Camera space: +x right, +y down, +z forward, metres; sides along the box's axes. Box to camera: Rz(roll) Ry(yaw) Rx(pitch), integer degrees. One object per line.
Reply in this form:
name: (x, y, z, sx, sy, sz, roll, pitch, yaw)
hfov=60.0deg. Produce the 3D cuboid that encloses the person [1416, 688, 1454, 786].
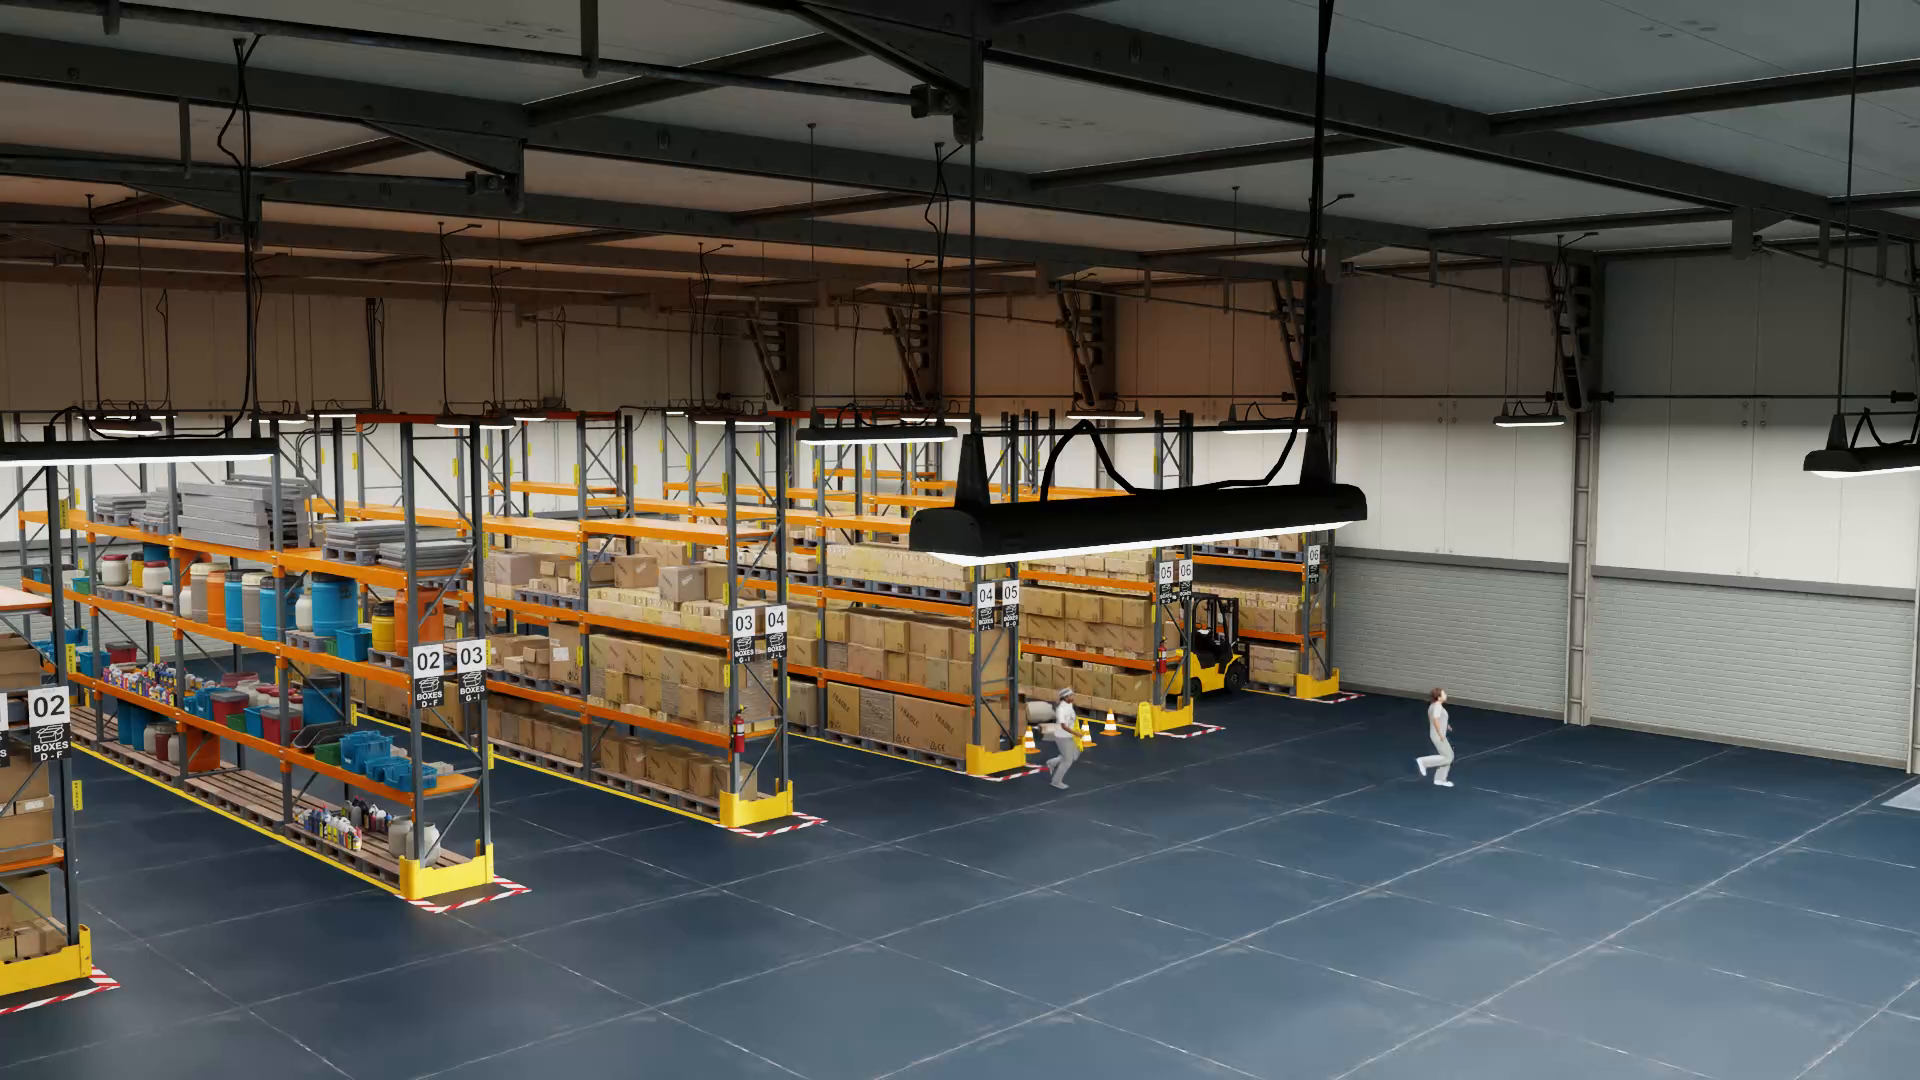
person: (7.715, 3.190, 26.982, 0.620, 1.600, 0.565, 1, 5, 6)

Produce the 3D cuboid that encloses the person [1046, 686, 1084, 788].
person: (1.713, 3.179, 26.925, 0.600, 1.667, 0.602, 1, 5, 9)
